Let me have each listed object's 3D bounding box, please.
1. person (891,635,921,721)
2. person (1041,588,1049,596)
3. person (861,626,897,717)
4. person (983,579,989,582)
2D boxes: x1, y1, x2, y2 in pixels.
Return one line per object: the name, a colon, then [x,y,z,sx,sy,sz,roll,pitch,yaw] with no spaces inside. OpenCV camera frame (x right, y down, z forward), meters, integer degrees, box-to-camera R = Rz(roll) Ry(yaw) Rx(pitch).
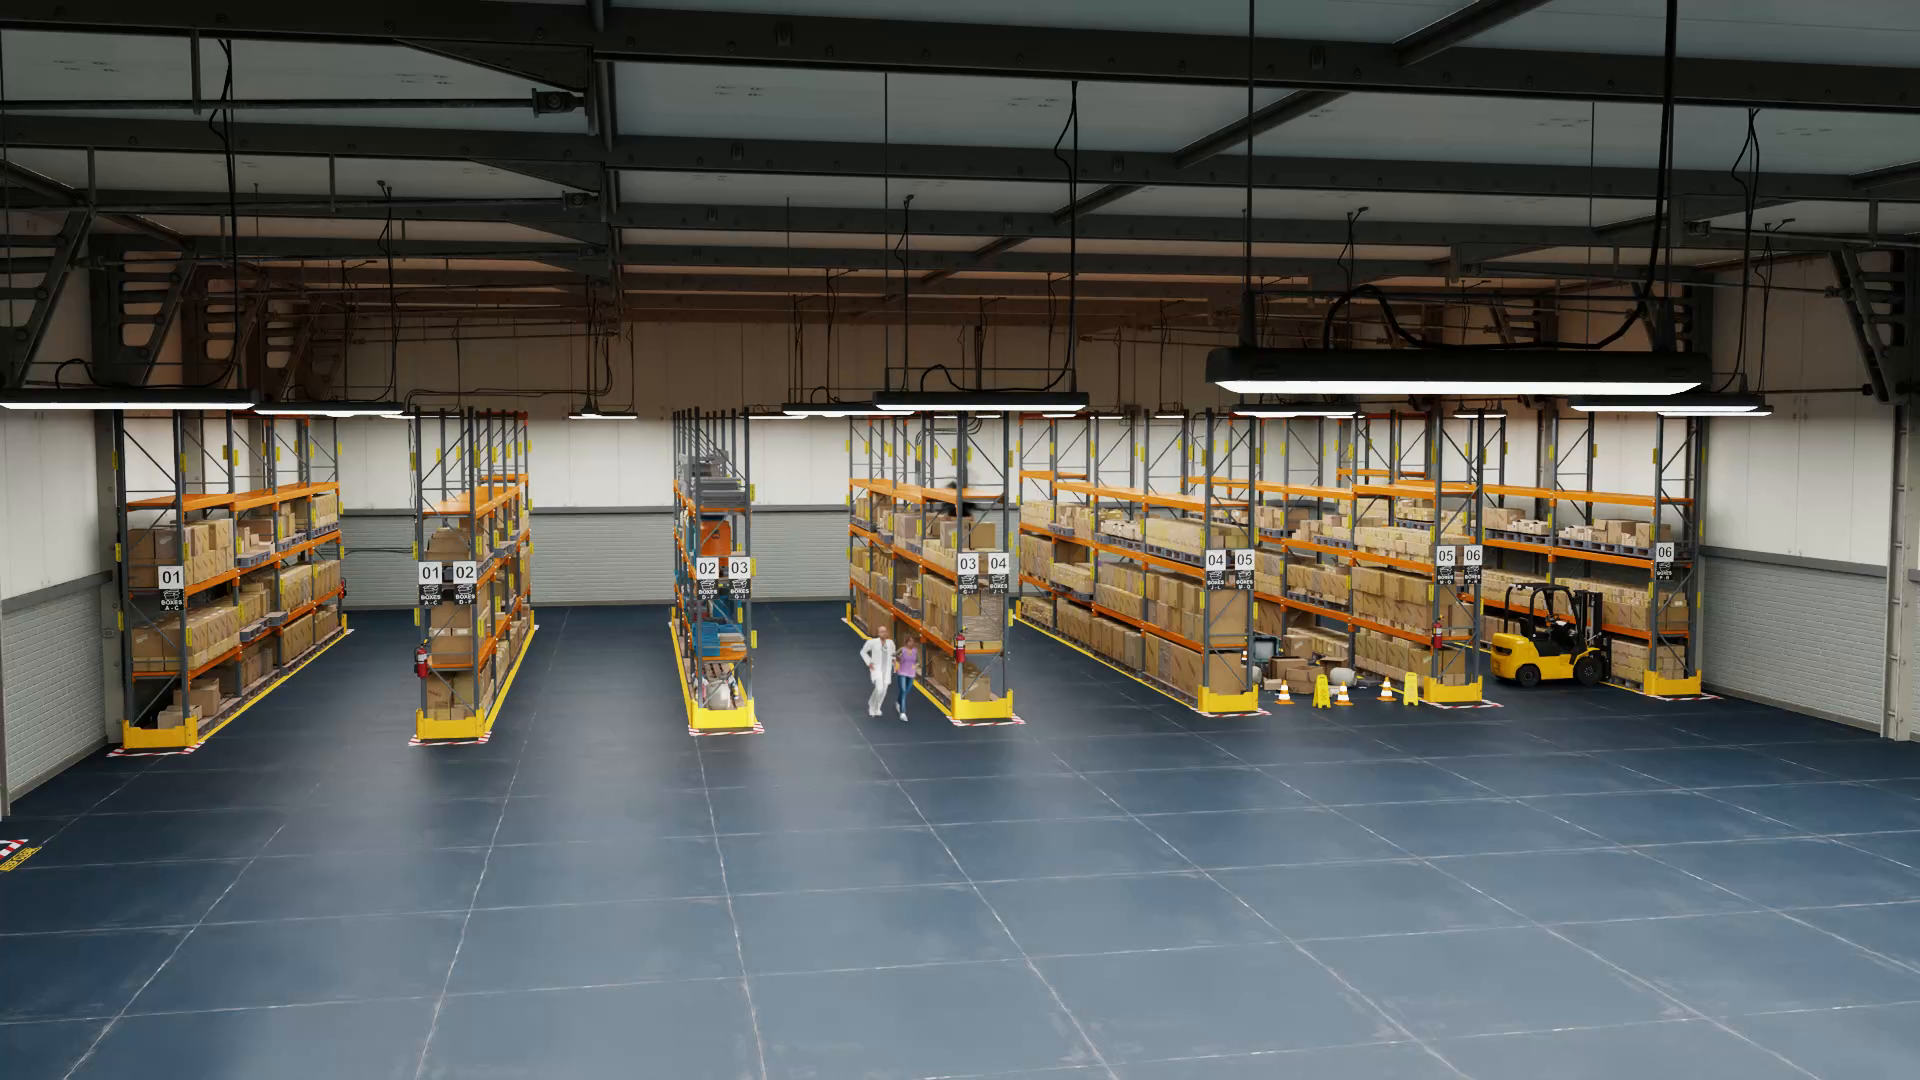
person: [-1.038,2.646,32.286,0.567,1.606,0.823,-1,4,-18]
person: [2.637,1.262,50.327,0.830,1.824,0.681,-2,5,-29]
person: [-1.524,2.554,32.262,0.686,1.753,0.699,-2,5,-27]
person: [0.658,1.461,47.182,0.719,1.752,0.943,0,4,2]
